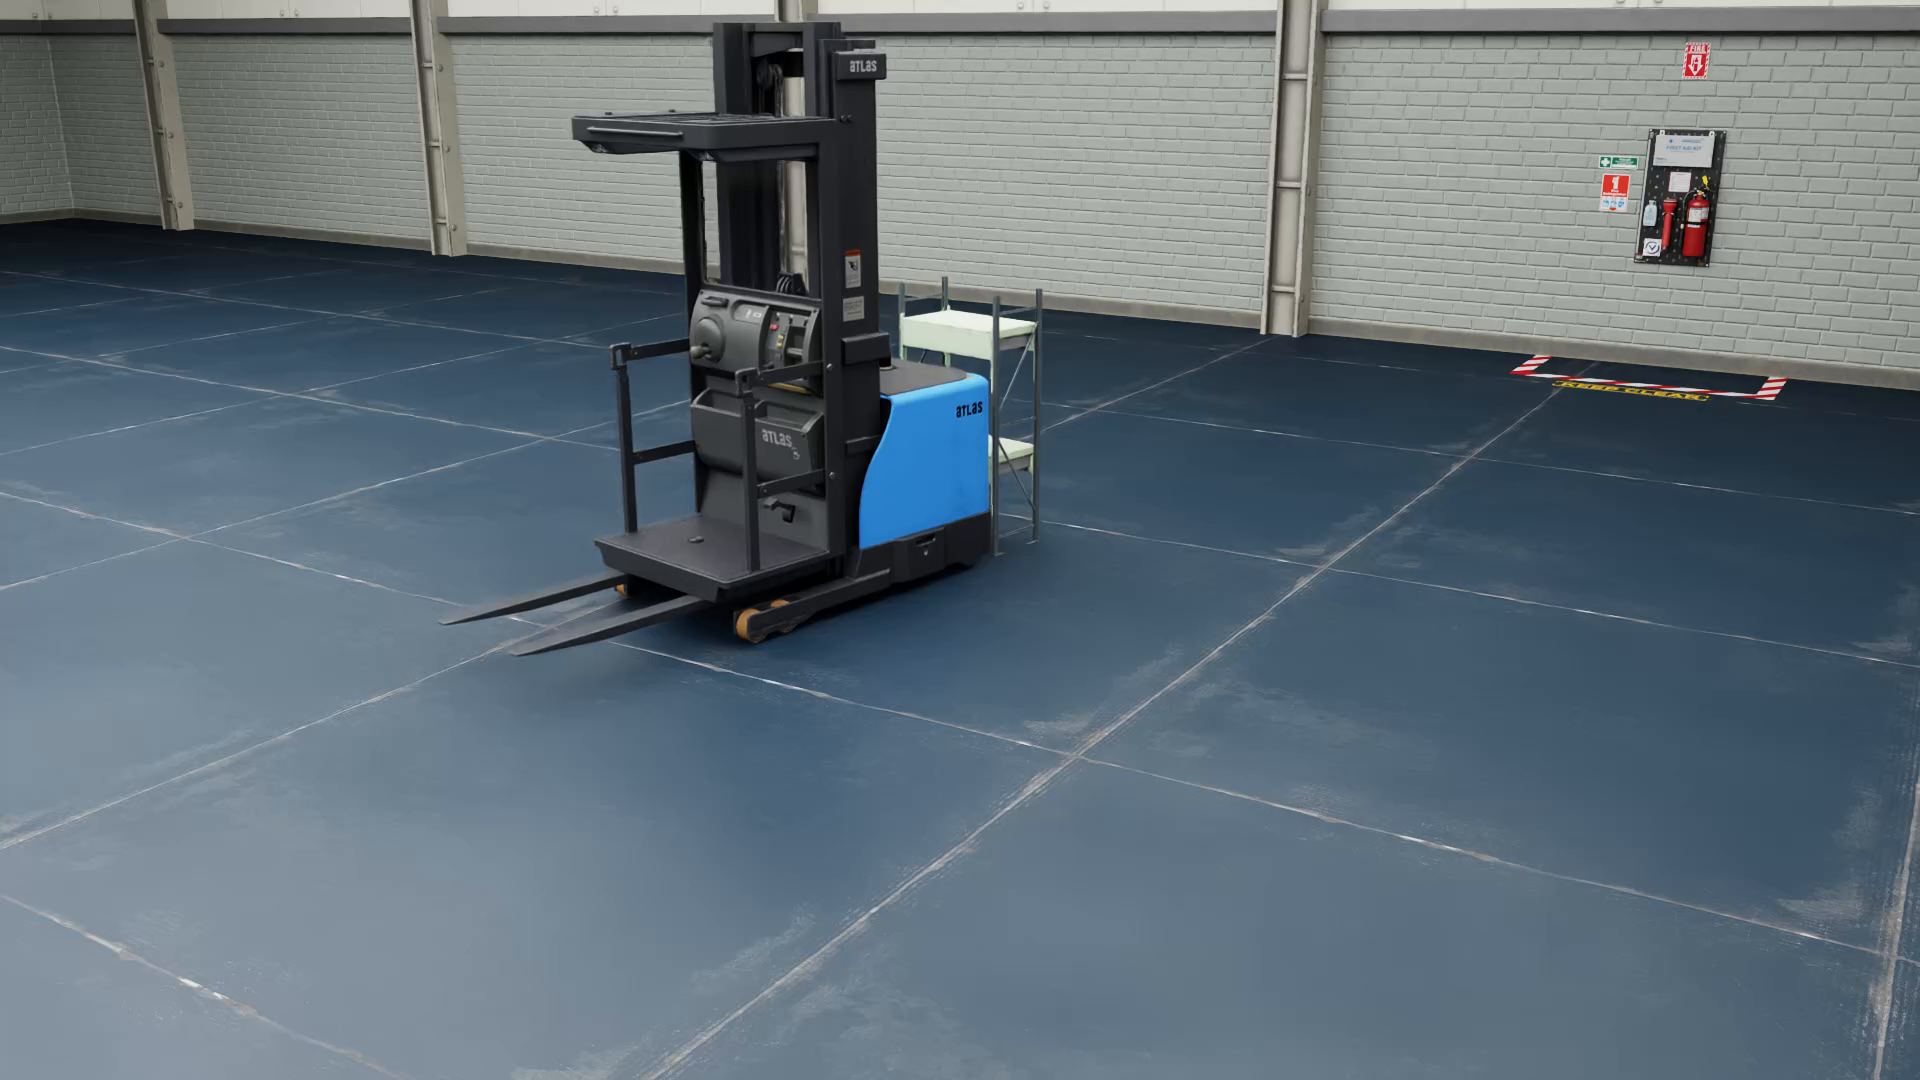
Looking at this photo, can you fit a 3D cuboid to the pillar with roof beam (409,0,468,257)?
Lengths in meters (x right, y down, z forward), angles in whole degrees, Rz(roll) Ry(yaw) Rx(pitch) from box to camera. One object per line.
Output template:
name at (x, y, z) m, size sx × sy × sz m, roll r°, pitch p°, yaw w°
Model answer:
pillar with roof beam at (-9.219, -7.143, 17.915) m, size 0.400 × 9.000 × 9.100 m, roll 10°, pitch 20°, yaw 30°

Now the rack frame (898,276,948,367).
rack frame at (-0.213, -0.811, 9.969) m, size 0.023 × 1.500 × 0.400 m, roll 15°, pitch 22°, yaw 41°

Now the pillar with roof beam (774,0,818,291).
pillar with roof beam at (-4.106, -6.231, 14.910) m, size 0.400 × 9.000 × 9.100 m, roll 10°, pitch 20°, yaw 30°

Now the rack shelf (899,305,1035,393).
rack shelf at (0.055, -1.112, 9.618) m, size 0.720 × 0.370 × 0.431 m, roll 15°, pitch 22°, yaw 41°

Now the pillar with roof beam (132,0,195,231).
pillar with roof beam at (-14.331, -8.056, 20.919) m, size 0.400 × 9.000 × 9.100 m, roll 10°, pitch 20°, yaw 30°

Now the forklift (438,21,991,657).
forklift at (-1.195, -1.062, 8.335) m, size 1.130 × 2.935 × 3.031 m, roll 15°, pitch 22°, yaw 41°

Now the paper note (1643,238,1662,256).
paper note at (6.172, -2.609, 14.825) m, size 0.142 × 0.148 × 0.016 m, roll 10°, pitch 20°, yaw 30°

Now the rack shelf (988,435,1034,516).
rack shelf at (0.055, -0.426, 9.826) m, size 0.720 × 0.370 × 0.431 m, roll 15°, pitch 22°, yaw 41°

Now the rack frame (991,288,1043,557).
rack frame at (0.324, -0.666, 9.493) m, size 0.023 × 1.500 × 0.400 m, roll 15°, pitch 22°, yaw 41°

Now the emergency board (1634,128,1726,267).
emergency board at (6.287, -2.986, 14.552) m, size 0.643 × 1.169 × 0.194 m, roll 10°, pitch 20°, yaw 30°

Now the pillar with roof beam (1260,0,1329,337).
pillar with roof beam at (1.007, -5.318, 11.906) m, size 0.400 × 9.000 × 9.100 m, roll 10°, pitch 20°, yaw 30°

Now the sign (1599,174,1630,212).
sign at (5.869, -3.113, 14.908) m, size 0.234 × 0.329 × 0.001 m, roll 10°, pitch 20°, yaw 30°

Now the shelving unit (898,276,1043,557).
shelving unit at (0.055, -0.738, 9.731) m, size 0.755 × 1.500 × 0.431 m, roll 15°, pitch 22°, yaw 41°

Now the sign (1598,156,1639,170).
sign at (5.869, -3.364, 14.821) m, size 0.331 × 0.109 × 0.001 m, roll 10°, pitch 20°, yaw 30°

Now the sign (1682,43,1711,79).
sign at (6.332, -4.122, 14.300) m, size 0.199 × 0.298 × 0.001 m, roll 10°, pitch 20°, yaw 30°
